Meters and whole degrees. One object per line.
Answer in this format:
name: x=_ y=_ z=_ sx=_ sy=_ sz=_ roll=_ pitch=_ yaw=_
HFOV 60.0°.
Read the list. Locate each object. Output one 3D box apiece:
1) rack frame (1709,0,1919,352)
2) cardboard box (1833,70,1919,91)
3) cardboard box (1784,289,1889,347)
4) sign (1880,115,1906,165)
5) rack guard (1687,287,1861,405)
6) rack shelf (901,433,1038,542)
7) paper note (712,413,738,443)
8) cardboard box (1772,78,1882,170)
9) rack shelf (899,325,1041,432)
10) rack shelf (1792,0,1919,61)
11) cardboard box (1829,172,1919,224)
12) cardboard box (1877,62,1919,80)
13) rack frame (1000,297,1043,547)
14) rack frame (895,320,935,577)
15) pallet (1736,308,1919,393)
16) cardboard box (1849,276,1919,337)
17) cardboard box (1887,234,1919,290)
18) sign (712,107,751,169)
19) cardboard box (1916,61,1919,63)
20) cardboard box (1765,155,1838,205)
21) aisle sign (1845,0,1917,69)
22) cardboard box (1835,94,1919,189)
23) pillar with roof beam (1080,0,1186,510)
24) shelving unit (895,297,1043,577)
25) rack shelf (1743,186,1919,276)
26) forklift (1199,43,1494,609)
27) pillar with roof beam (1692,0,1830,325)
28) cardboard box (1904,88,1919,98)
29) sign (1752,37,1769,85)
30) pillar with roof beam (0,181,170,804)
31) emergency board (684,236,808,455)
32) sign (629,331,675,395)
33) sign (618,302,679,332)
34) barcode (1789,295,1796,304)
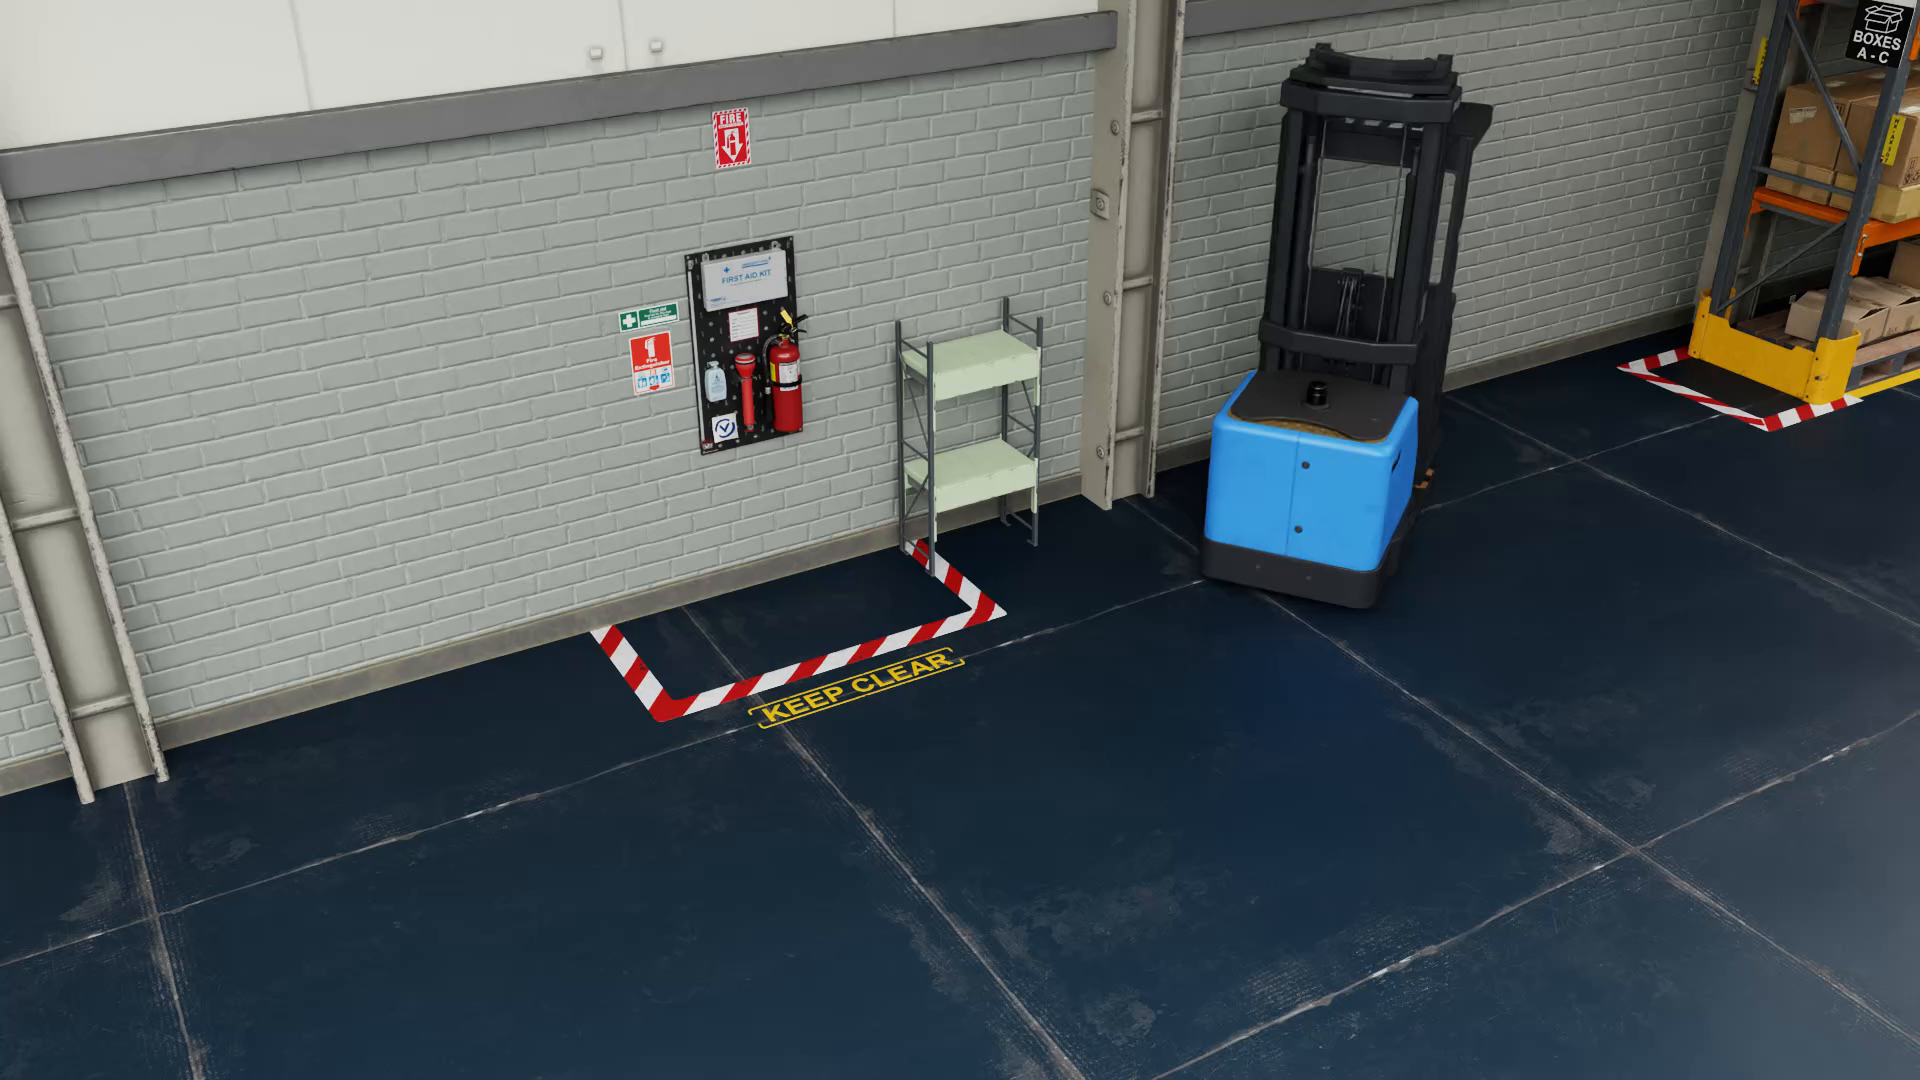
rack frame: x=6.033 y=-2.553 z=11.870 sx=0.127 sy=3.000 sz=1.000 roll=-16 pitch=33 yaw=-26
cardboard box: x=6.771 y=-3.148 z=12.306 sx=0.500 sy=0.500 sz=0.500 roll=-15 pitch=32 yaw=-26
cardboard box: x=6.675 y=-1.701 z=12.653 sx=0.500 sy=0.311 sz=0.500 roll=-20 pitch=35 yaw=-32
sign: x=6.308 y=-2.706 z=11.252 sx=0.005 sy=0.325 sz=0.100 roll=-16 pitch=33 yaw=-26
rack guard: x=6.099 y=-1.477 z=12.508 sx=0.348 sy=0.500 sz=1.175 roll=-16 pitch=33 yaw=-26
rack shelf: x=0.053 y=-0.324 z=10.058 sx=0.720 sy=0.370 sz=0.431 roll=-16 pitch=33 yaw=-27
paper note: x=-1.312 y=-0.627 z=9.292 sx=0.142 sy=0.148 sz=0.016 roll=-16 pitch=33 yaw=-26
cardboard box: x=6.332 y=-3.029 z=12.090 sx=0.500 sy=0.500 sz=0.500 roll=-16 pitch=33 yaw=-27
rack shelf: x=0.053 y=-0.951 z=9.712 sx=0.720 sy=0.370 sz=0.431 roll=-16 pitch=33 yaw=-27
rack shelf: x=7.758 y=-4.041 z=12.206 sx=4.000 sy=0.370 sz=1.077 roll=-16 pitch=33 yaw=-26
cardboard box: x=6.615 y=-2.484 z=11.878 sx=0.500 sy=0.250 sz=0.500 roll=-17 pitch=33 yaw=-28
cardboard box: x=7.215 y=-3.276 z=12.538 sx=0.500 sy=0.500 sz=0.500 roll=-17 pitch=33 yaw=-28
rack frame: x=0.367 y=-0.700 z=10.065 sx=0.023 sy=1.500 sz=0.400 roll=-16 pitch=33 yaw=-27
rack frame: x=-0.261 y=-0.519 z=9.735 sx=0.023 sy=1.500 sz=0.400 roll=-16 pitch=33 yaw=-27
pallet: x=6.817 y=-1.535 z=12.911 sx=1.213 sy=0.211 sz=1.003 roll=-16 pitch=33 yaw=-26
cardboard box: x=7.167 y=-1.840 z=12.905 sx=0.500 sy=0.311 sz=0.500 roll=-13 pitch=31 yaw=-22
cardboard box: x=7.825 y=-2.082 z=13.147 sx=0.500 sy=0.500 sz=0.700 roll=-18 pitch=34 yaw=-29
sign: x=-1.182 y=-2.082 z=8.617 sx=0.199 sy=0.298 sz=0.001 roll=-16 pitch=33 yaw=-26
cardboard box: x=7.649 y=-3.399 z=12.762 sx=0.500 sy=0.500 sz=0.500 roll=-15 pitch=32 yaw=-26
cardboard box: x=6.338 y=-2.692 z=12.255 sx=0.500 sy=0.250 sz=0.500 roll=-15 pitch=32 yaw=-26
aisle sign: x=6.123 y=-3.549 z=10.984 sx=0.004 sy=0.787 sz=0.394 roll=-16 pitch=33 yaw=-26
cardboard box: x=6.597 y=-2.816 z=11.705 sx=0.500 sy=0.500 sz=0.500 roll=-16 pitch=33 yaw=-26
pillar with roof beam: x=3.207 y=-2.449 z=5.473 sx=0.400 sy=9.000 sz=9.100 roll=-16 pitch=33 yaw=-26
shelving unit: x=0.053 y=-0.609 z=9.900 sx=0.755 sy=1.500 sz=0.431 roll=-16 pitch=33 yaw=-27
rack shelf: x=7.758 y=-2.728 z=12.931 sx=4.000 sy=0.370 sz=1.077 roll=-16 pitch=33 yaw=-26
forklift: x=2.486 y=-1.581 z=10.180 sx=1.130 sy=2.935 sz=3.031 roll=12 pitch=31 yaw=21
pillar with roof beam: x=8.380 y=-3.918 z=8.135 sx=0.400 sy=9.000 sz=9.100 roll=-16 pitch=33 yaw=-26
cardboard box: x=7.028 y=-2.933 z=11.917 sx=0.500 sy=0.500 sz=0.500 roll=-16 pitch=33 yaw=-26
sign: x=5.769 y=-3.435 z=11.942 sx=0.005 sy=0.325 sz=0.100 roll=-16 pitch=33 yaw=-26
pillar with roof beam: x=-1.966 y=-0.981 z=2.812 sx=0.400 sy=9.000 sz=9.100 roll=-16 pitch=33 yaw=-26
emergency board: x=-1.124 y=-1.027 z=9.105 sx=0.643 sy=1.169 sz=0.194 roll=-16 pitch=33 yaw=-26
sign: x=-1.653 y=-0.950 z=8.929 sx=0.234 sy=0.329 sz=0.001 roll=-16 pitch=33 yaw=-26
sign: x=-1.645 y=-1.180 z=8.796 sx=0.331 sy=0.109 sz=0.001 roll=-16 pitch=33 yaw=-26
barcode: x=6.488 y=-1.876 z=12.960 sx=0.075 sy=0.075 sz=0.001 roll=-16 pitch=33 yaw=-26
